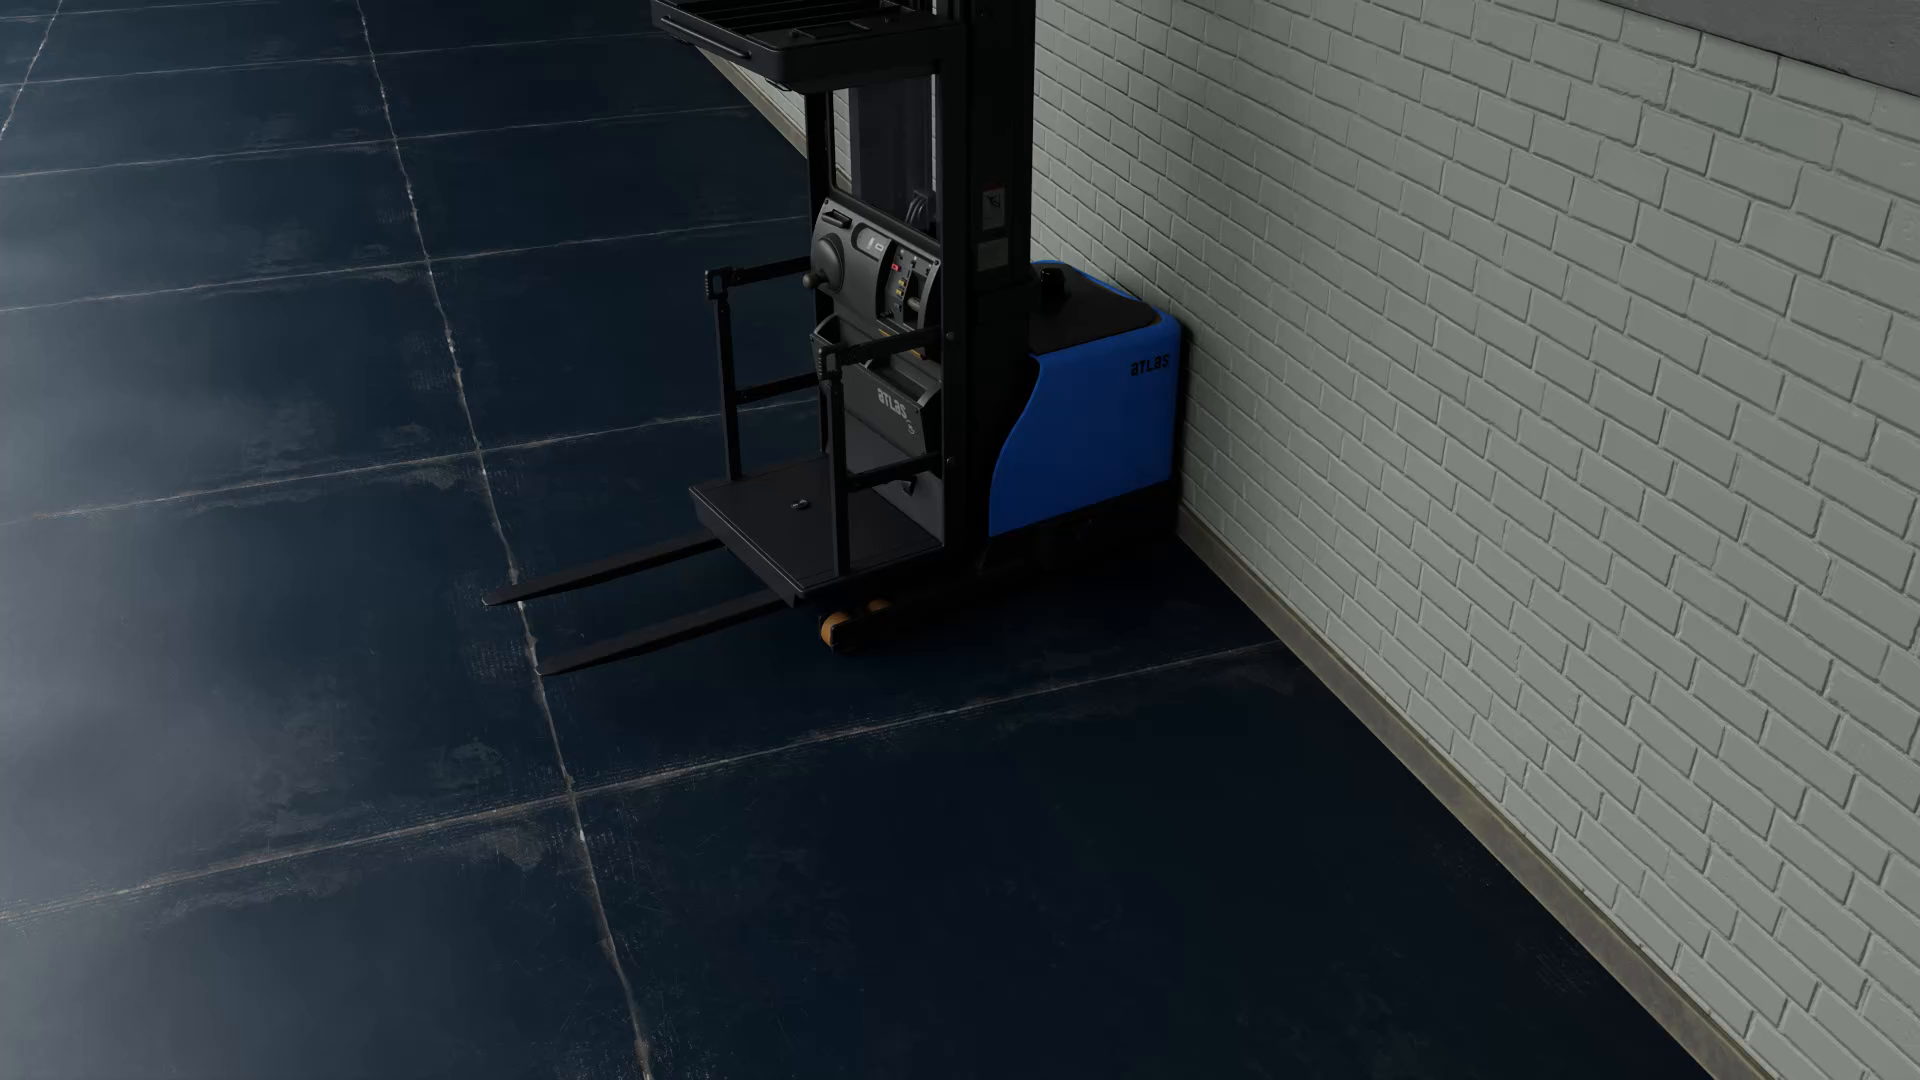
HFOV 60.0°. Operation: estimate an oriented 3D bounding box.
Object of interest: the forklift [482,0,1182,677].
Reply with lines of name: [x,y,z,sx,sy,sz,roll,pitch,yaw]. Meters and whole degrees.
forklift: [-0.527,-1.105,6.728,3.031,2.935,1.130,-18,34,-28]
